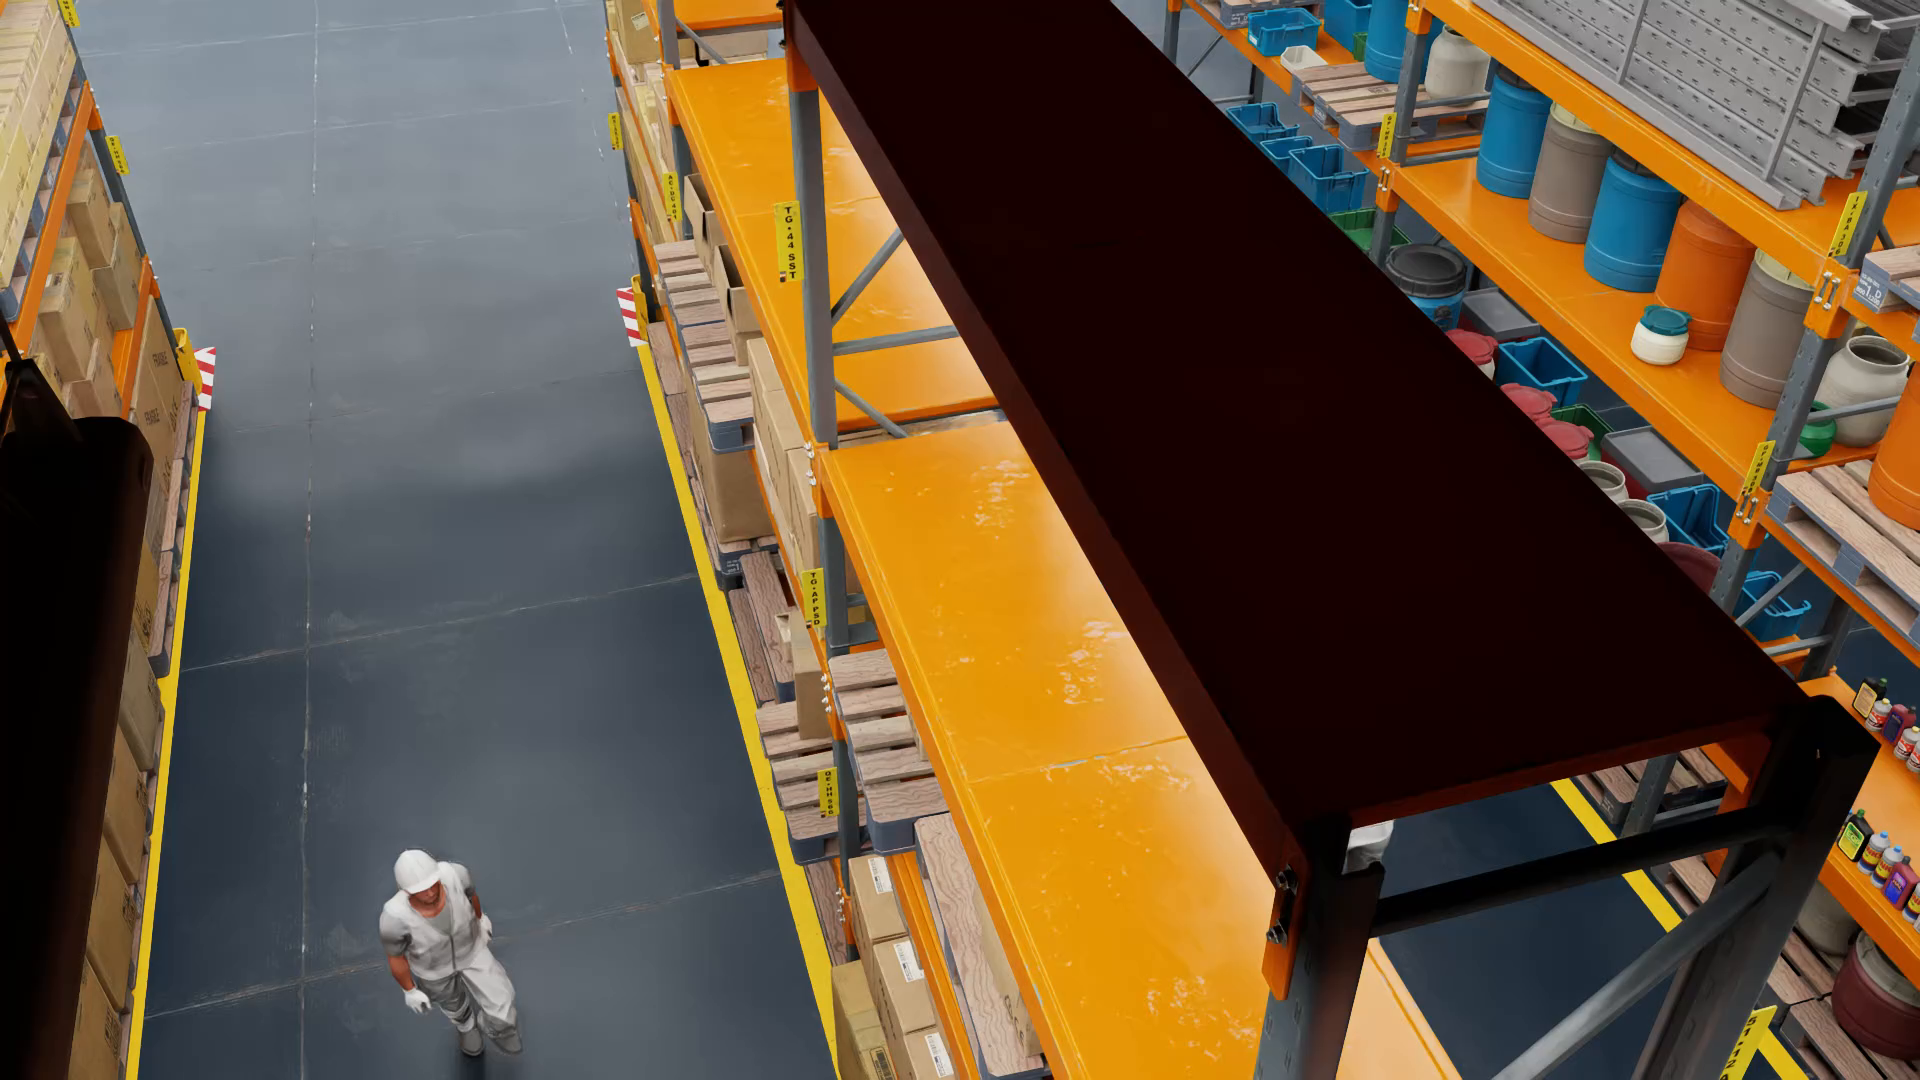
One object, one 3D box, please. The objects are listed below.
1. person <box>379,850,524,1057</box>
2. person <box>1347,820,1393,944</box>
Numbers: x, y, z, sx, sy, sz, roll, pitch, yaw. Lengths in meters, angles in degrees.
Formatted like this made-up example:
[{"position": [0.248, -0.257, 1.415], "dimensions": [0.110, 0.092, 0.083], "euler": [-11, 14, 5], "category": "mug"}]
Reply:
[{"position": [-2.645, 2.197, 8.596], "dimensions": [0.541, 1.759, 0.695], "euler": [-18, 42, -21], "category": "person"}, {"position": [2.186, 1.511, 9.254], "dimensions": [0.505, 1.535, 1.006], "euler": [-7, 39, -8], "category": "person"}]
